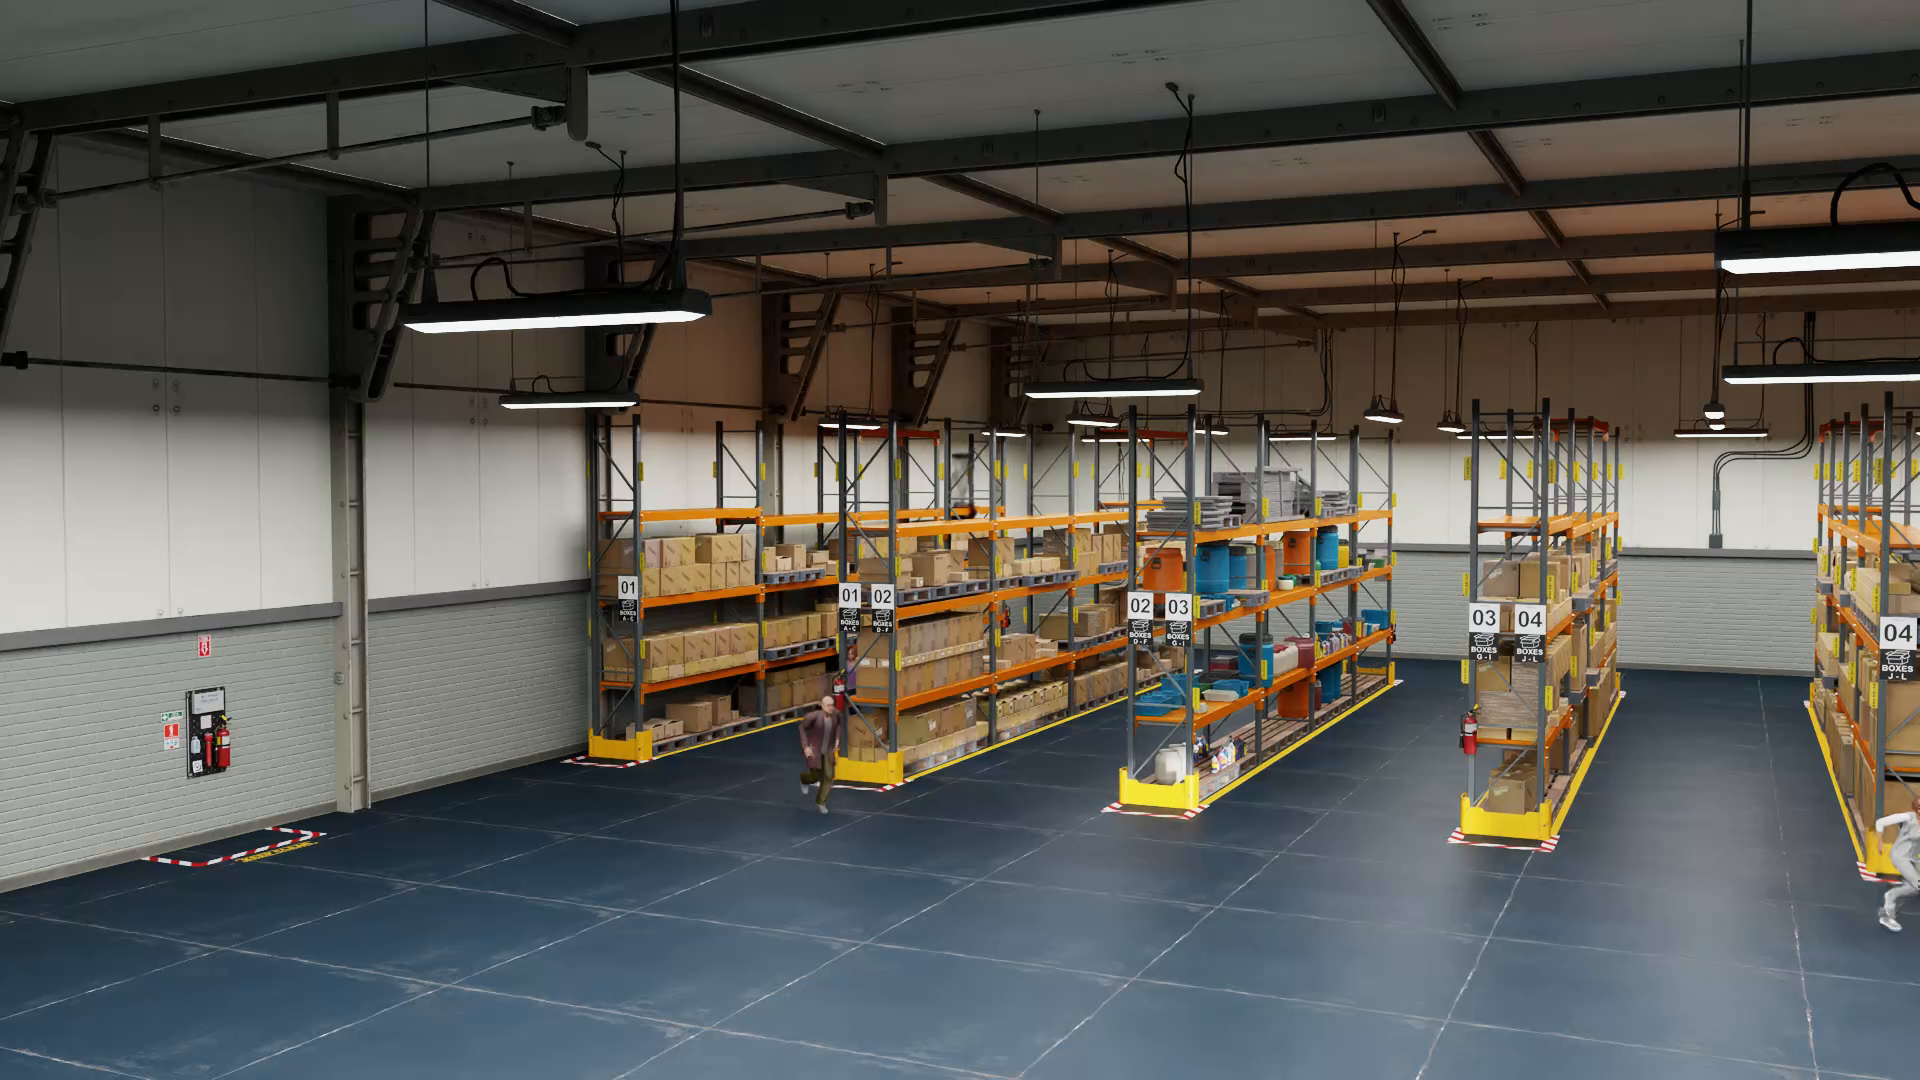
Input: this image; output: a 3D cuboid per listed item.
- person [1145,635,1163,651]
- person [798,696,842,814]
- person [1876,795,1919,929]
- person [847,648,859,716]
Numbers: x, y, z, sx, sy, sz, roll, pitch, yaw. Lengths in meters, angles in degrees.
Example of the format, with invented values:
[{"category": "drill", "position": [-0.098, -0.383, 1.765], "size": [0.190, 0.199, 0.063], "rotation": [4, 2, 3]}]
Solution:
[{"category": "person", "position": [5.003, 2.362, 42.999], "size": [0.773, 1.807, 0.668], "rotation": [2, 3, 35]}, {"category": "person", "position": [-2.121, 3.152, 24.729], "size": [0.714, 1.730, 0.915], "rotation": [-2, 3, -36]}, {"category": "person", "position": [10.287, 3.497, 18.011], "size": [0.524, 1.525, 0.714], "rotation": [-1, 3, -20]}, {"category": "person", "position": [-2.106, 2.885, 32.253], "size": [0.538, 1.566, 0.576], "rotation": [0, 2, 9]}]
